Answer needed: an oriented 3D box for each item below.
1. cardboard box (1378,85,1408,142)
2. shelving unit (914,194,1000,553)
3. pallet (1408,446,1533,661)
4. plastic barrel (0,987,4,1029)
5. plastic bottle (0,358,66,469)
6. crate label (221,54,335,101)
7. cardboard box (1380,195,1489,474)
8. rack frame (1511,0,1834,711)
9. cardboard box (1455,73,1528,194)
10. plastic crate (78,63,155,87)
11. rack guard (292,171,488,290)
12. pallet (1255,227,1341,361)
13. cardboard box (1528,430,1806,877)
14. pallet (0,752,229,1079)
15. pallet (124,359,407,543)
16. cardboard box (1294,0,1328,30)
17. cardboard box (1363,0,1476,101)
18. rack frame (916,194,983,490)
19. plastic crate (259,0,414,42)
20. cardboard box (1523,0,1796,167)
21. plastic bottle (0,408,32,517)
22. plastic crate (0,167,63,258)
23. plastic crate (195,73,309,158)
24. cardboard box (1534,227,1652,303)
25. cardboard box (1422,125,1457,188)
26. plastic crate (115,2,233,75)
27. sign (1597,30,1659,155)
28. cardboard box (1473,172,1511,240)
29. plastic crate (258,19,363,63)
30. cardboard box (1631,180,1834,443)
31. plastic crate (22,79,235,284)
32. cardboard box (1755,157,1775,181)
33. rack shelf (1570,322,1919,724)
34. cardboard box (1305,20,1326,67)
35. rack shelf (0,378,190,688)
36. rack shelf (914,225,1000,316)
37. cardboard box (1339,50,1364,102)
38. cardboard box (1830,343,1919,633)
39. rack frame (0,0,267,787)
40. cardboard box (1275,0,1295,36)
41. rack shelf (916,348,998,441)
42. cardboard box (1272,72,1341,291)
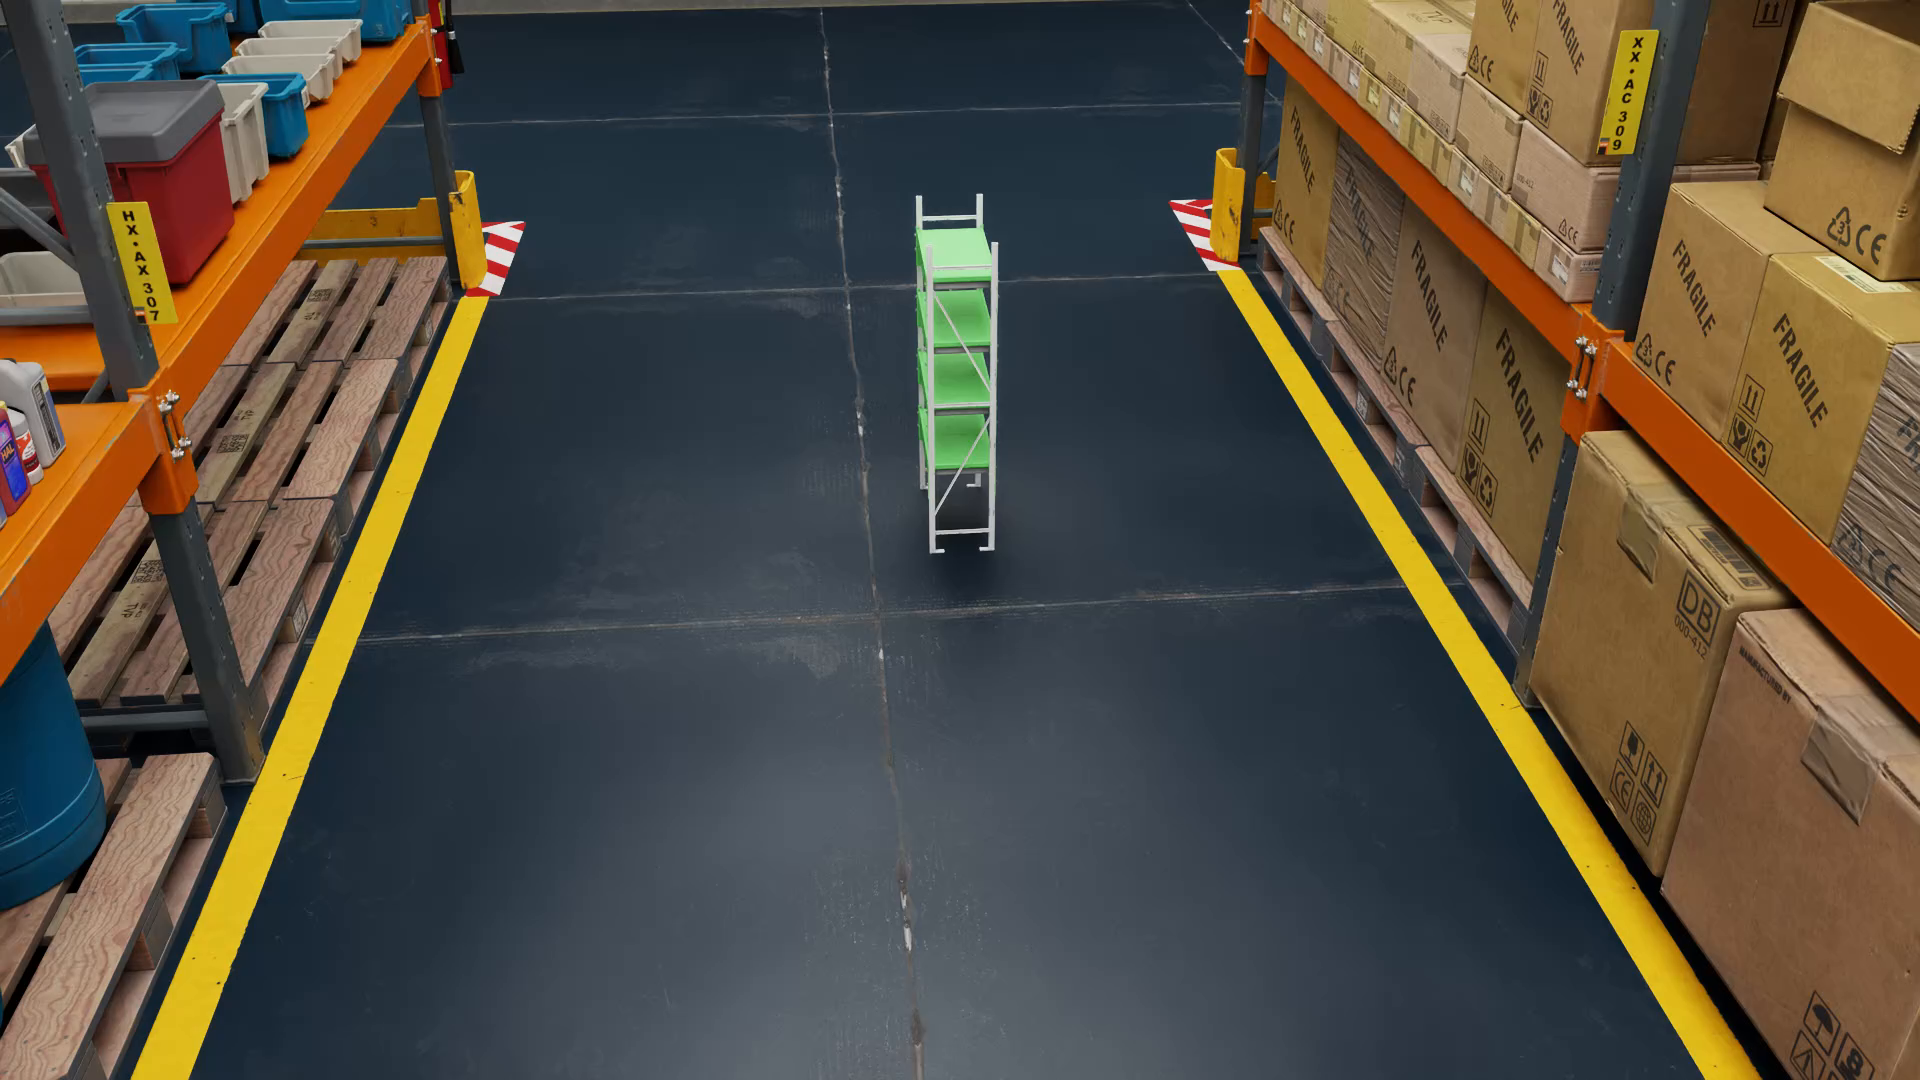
[{"bbox_3d":[1.807,-1.613,6.269,0.380,0.149,0.250,-2,31,-4],"label":"cardboard box"},{"bbox_3d":[-0.015,-0.600,6.084,0.258,1.200,0.503,-3,31,-5],"label":"shelving unit"},{"bbox_3d":[2.312,0.011,6.026,1.003,0.211,1.213,-3,31,-5],"label":"pallet"},{"bbox_3d":[-2.526,0.804,3.616,0.600,0.901,0.708,-3,31,-5],"label":"plastic barrel"},{"bbox_3d":[-2.268,-0.318,3.978,0.152,0.276,0.135,-3,31,-5],"label":"plastic bottle"},{"bbox_3d":[-2.681,-1.814,6.561,0.396,0.136,0.243,-3,31,-5],"label":"crate label"},{"bbox_3d":[2.239,-0.863,6.432,0.875,0.875,0.875,-3,31,-5],"label":"cardboard box"},{"bbox_3d":[2.305,-0.794,4.655,1.000,3.000,0.127,-3,31,-5],"label":"rack frame"},{"bbox_3d":[1.951,-1.335,5.415,0.500,0.250,0.500,-2,31,-3],"label":"cardboard box"},{"bbox_3d":[-3.154,-1.586,6.085,0.416,0.233,0.300,-3,31,-5],"label":"plastic crate"},{"bbox_3d":[-3.015,-1.538,8.337,1.175,0.500,0.348,-3,31,-5],"label":"rack guard"},{"bbox_3d":[2.084,-1.235,8.112,1.003,0.211,1.213,-3,31,-5],"label":"pallet"},{"bbox_3d":[2.384,0.263,4.546,1.225,0.875,0.875,-3,31,-4],"label":"cardboard box"},{"bbox_3d":[-2.596,1.036,4.310,1.003,0.211,1.213,-3,31,-5],"label":"pallet"},{"bbox_3d":[-2.851,-0.358,6.643,1.003,0.211,1.213,-3,31,-5],"label":"pallet"},{"bbox_3d":[1.762,-2.377,7.160,0.500,0.250,0.500,-3,31,-5],"label":"cardboard box"},{"bbox_3d":[1.860,-1.854,6.285,0.500,0.250,0.500,-3,31,-6],"label":"cardboard box"},{"bbox_3d":[-0.038,-0.724,6.292,0.240,1.200,0.015,-3,31,-5],"label":"rack frame"},{"bbox_3d":[-2.783,-2.478,7.381,0.616,0.435,0.499,-3,31,-5],"label":"plastic crate"},{"bbox_3d":[1.996,-1.401,4.796,0.500,0.500,0.500,-2,31,-3],"label":"cardboard box"},{"bbox_3d":[-2.201,-0.205,3.782,0.061,0.283,0.133,-3,31,-5],"label":"plastic bottle"},{"bbox_3d":[-2.999,-1.023,5.248,0.437,0.125,0.590,-3,31,-5],"label":"plastic crate"},{"bbox_3d":[-2.553,-1.517,5.969,0.416,0.233,0.300,-3,31,-5],"label":"plastic crate"},{"bbox_3d":[1.950,-0.826,4.953,0.380,0.149,0.250,-3,31,-4],"label":"cardboard box"},{"bbox_3d":[1.854,-1.352,5.833,0.380,0.149,0.250,-2,31,-4],"label":"cardboard box"},{"bbox_3d":[-3.243,-2.075,6.904,0.416,0.233,0.300,-3,31,-5],"label":"plastic crate"},{"bbox_3d":[1.752,-1.173,4.367,0.100,0.325,0.005,-3,31,-5],"label":"sign"},{"bbox_3d":[1.902,-1.089,5.393,0.380,0.149,0.250,-3,31,-5],"label":"cardboard box"},{"bbox_3d":[-2.744,-2.104,7.046,0.396,0.136,0.243,-3,31,-5],"label":"plastic crate"},{"bbox_3d":[2.099,-0.590,4.216,0.500,0.500,0.500,-3,31,-4],"label":"cardboard box"},{"bbox_3d":[-2.460,-1.078,5.009,0.402,0.464,0.583,-3,31,-5],"label":"plastic crate"},{"bbox_3d":[2.522,-1.110,5.039,0.500,0.250,0.500,-3,31,-5],"label":"cardboard box"},{"bbox_3d":[2.492,0.536,3.130,1.077,0.370,4.000,-3,31,-5],"label":"rack shelf"},{"bbox_3d":[1.711,-2.137,7.147,0.380,0.149,0.250,-3,31,-5],"label":"cardboard box"},{"bbox_3d":[-2.440,0.773,2.732,1.077,0.370,4.000,-3,31,-5],"label":"rack shelf"},{"bbox_3d":[-0.015,-0.957,5.870,0.258,0.148,0.480,-3,31,-5],"label":"rack shelf"},{"bbox_3d":[1.758,-1.875,6.709,0.380,0.149,0.250,-3,31,-5],"label":"cardboard box"},{"bbox_3d":[2.193,-0.078,3.358,0.500,0.500,0.500,-3,31,-6],"label":"cardboard box"},{"bbox_3d":[-2.627,-0.557,4.257,1.000,3.000,0.127,-3,31,-5],"label":"rack frame"},{"bbox_3d":[1.661,-2.401,7.589,0.380,0.149,0.250,-3,31,-5],"label":"cardboard box"},{"bbox_3d":[-0.015,-0.545,6.117,0.258,0.148,0.480,-3,31,-5],"label":"rack shelf"},{"bbox_3d":[2.070,-1.782,7.970,0.875,0.875,0.875,-3,31,-5],"label":"cardboard box"}]
